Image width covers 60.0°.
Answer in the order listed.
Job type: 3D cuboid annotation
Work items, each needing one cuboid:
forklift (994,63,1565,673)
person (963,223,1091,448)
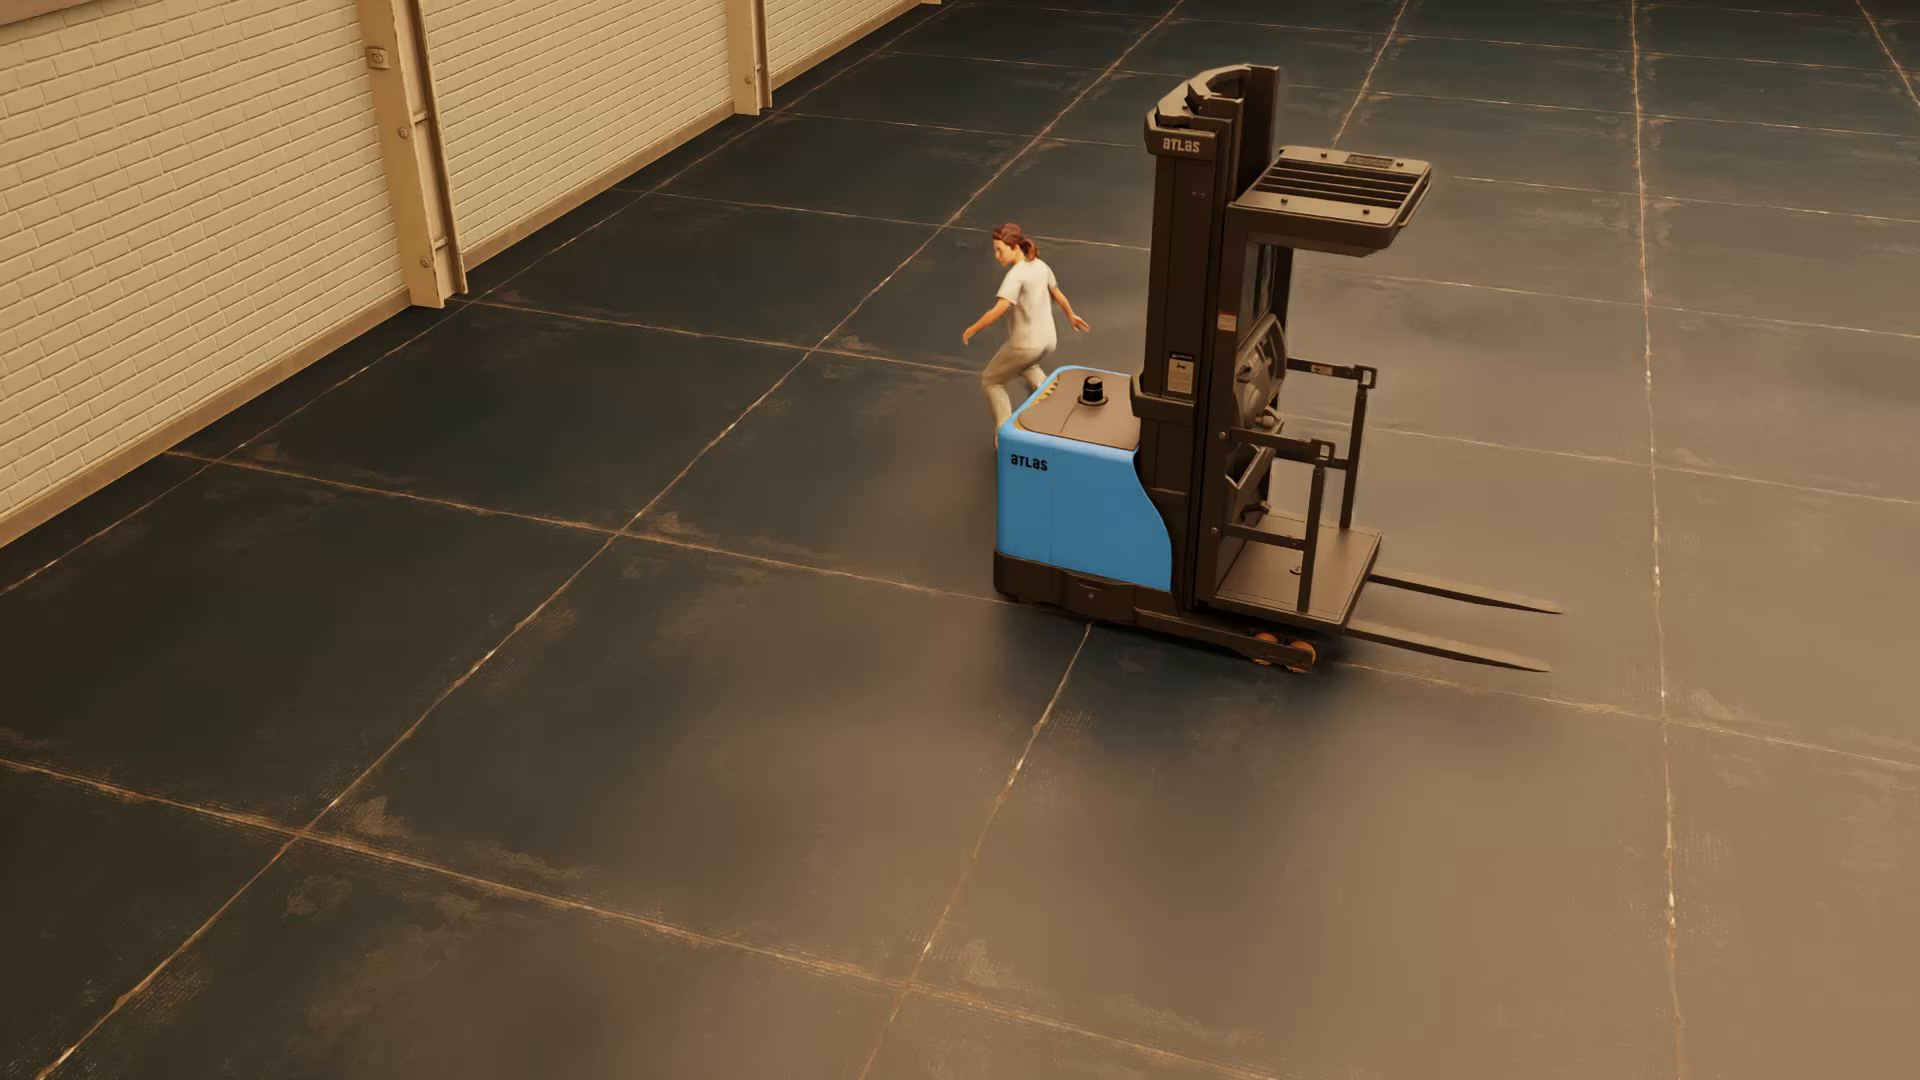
[{"bbox_3d":[1.755,-0.866,8.655,3.031,2.935,1.130,12,32,21],"label":"forklift"},{"bbox_3d":[0.443,-1.334,10.977,0.456,1.548,0.885,24,37,35],"label":"person"}]
